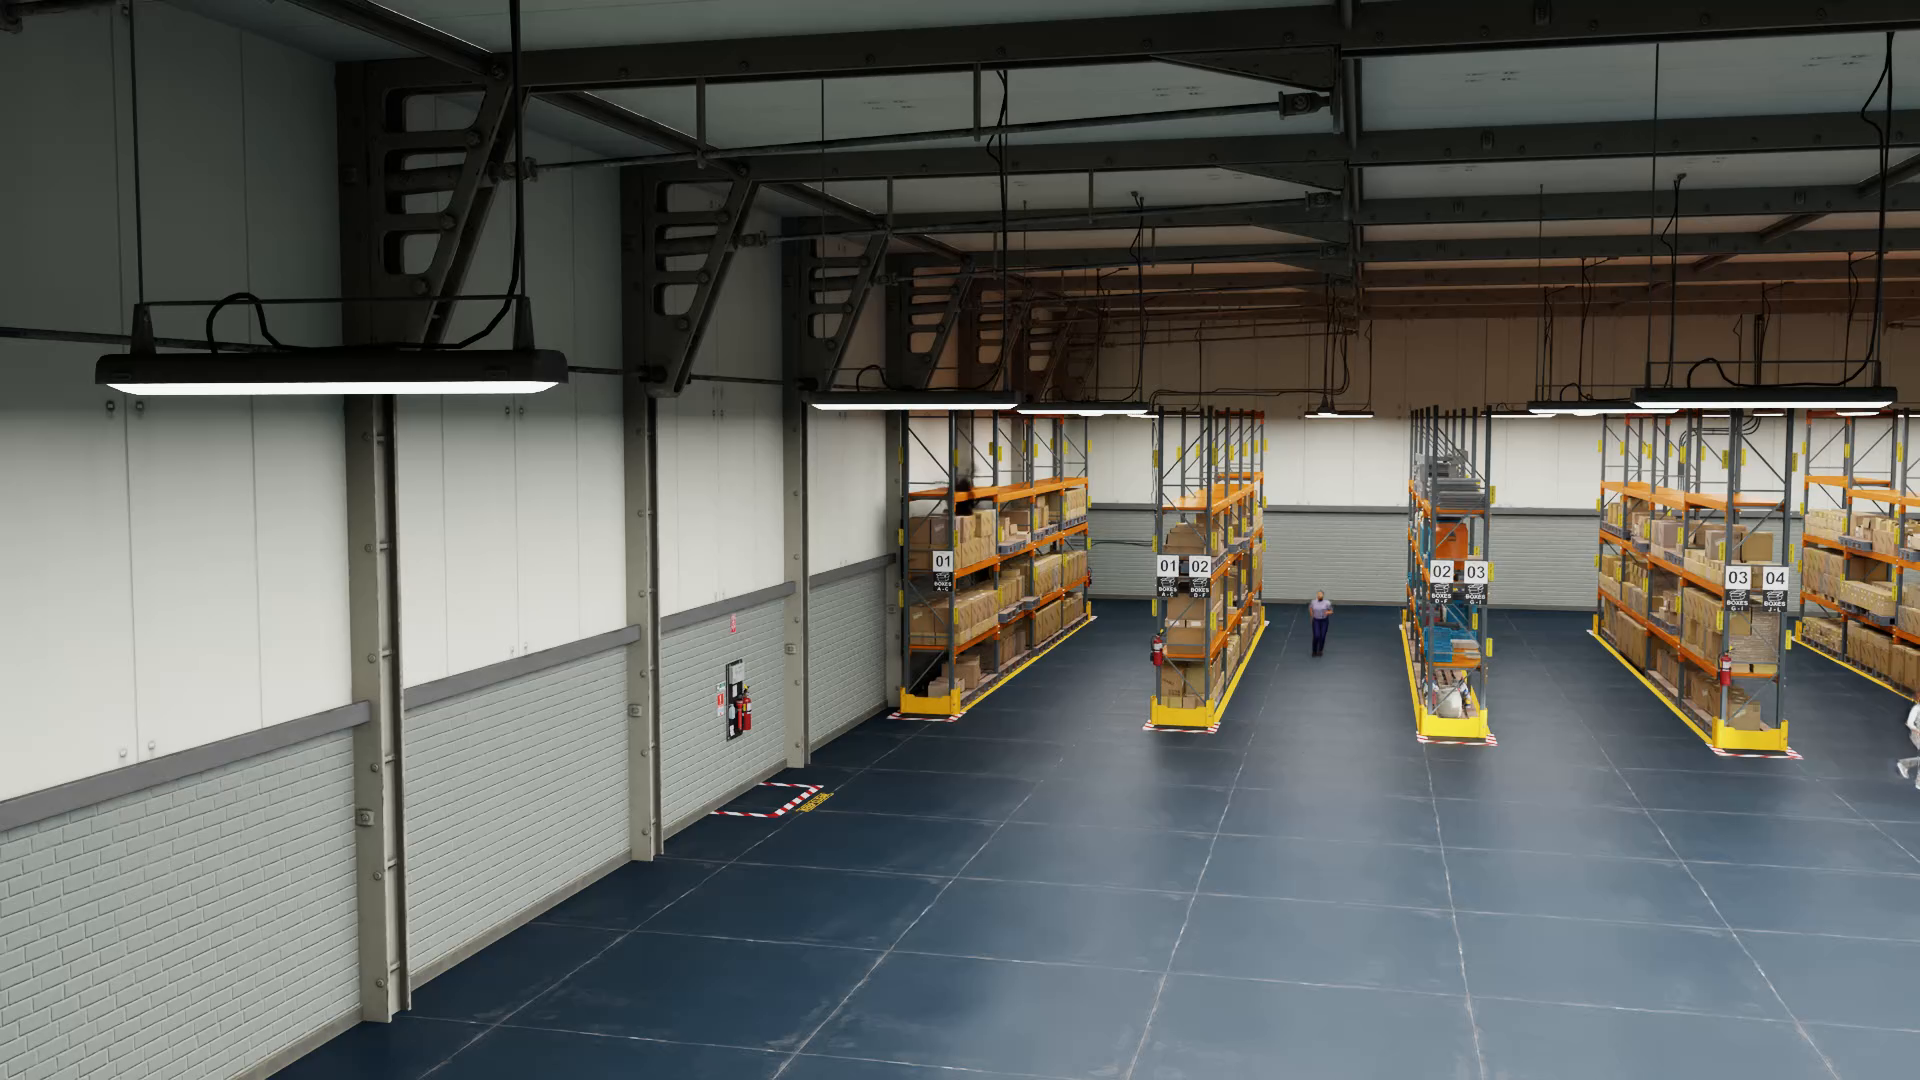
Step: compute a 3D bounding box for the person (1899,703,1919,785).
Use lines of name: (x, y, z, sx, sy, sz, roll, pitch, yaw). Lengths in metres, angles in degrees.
person: (14.912, 3.161, 25.886, 0.346, 1.273, 0.509, -3, 5, -36)

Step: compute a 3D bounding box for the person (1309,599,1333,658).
person: (8.723, 2.135, 40.210, 0.550, 1.499, 0.618, 1, 4, 11)
